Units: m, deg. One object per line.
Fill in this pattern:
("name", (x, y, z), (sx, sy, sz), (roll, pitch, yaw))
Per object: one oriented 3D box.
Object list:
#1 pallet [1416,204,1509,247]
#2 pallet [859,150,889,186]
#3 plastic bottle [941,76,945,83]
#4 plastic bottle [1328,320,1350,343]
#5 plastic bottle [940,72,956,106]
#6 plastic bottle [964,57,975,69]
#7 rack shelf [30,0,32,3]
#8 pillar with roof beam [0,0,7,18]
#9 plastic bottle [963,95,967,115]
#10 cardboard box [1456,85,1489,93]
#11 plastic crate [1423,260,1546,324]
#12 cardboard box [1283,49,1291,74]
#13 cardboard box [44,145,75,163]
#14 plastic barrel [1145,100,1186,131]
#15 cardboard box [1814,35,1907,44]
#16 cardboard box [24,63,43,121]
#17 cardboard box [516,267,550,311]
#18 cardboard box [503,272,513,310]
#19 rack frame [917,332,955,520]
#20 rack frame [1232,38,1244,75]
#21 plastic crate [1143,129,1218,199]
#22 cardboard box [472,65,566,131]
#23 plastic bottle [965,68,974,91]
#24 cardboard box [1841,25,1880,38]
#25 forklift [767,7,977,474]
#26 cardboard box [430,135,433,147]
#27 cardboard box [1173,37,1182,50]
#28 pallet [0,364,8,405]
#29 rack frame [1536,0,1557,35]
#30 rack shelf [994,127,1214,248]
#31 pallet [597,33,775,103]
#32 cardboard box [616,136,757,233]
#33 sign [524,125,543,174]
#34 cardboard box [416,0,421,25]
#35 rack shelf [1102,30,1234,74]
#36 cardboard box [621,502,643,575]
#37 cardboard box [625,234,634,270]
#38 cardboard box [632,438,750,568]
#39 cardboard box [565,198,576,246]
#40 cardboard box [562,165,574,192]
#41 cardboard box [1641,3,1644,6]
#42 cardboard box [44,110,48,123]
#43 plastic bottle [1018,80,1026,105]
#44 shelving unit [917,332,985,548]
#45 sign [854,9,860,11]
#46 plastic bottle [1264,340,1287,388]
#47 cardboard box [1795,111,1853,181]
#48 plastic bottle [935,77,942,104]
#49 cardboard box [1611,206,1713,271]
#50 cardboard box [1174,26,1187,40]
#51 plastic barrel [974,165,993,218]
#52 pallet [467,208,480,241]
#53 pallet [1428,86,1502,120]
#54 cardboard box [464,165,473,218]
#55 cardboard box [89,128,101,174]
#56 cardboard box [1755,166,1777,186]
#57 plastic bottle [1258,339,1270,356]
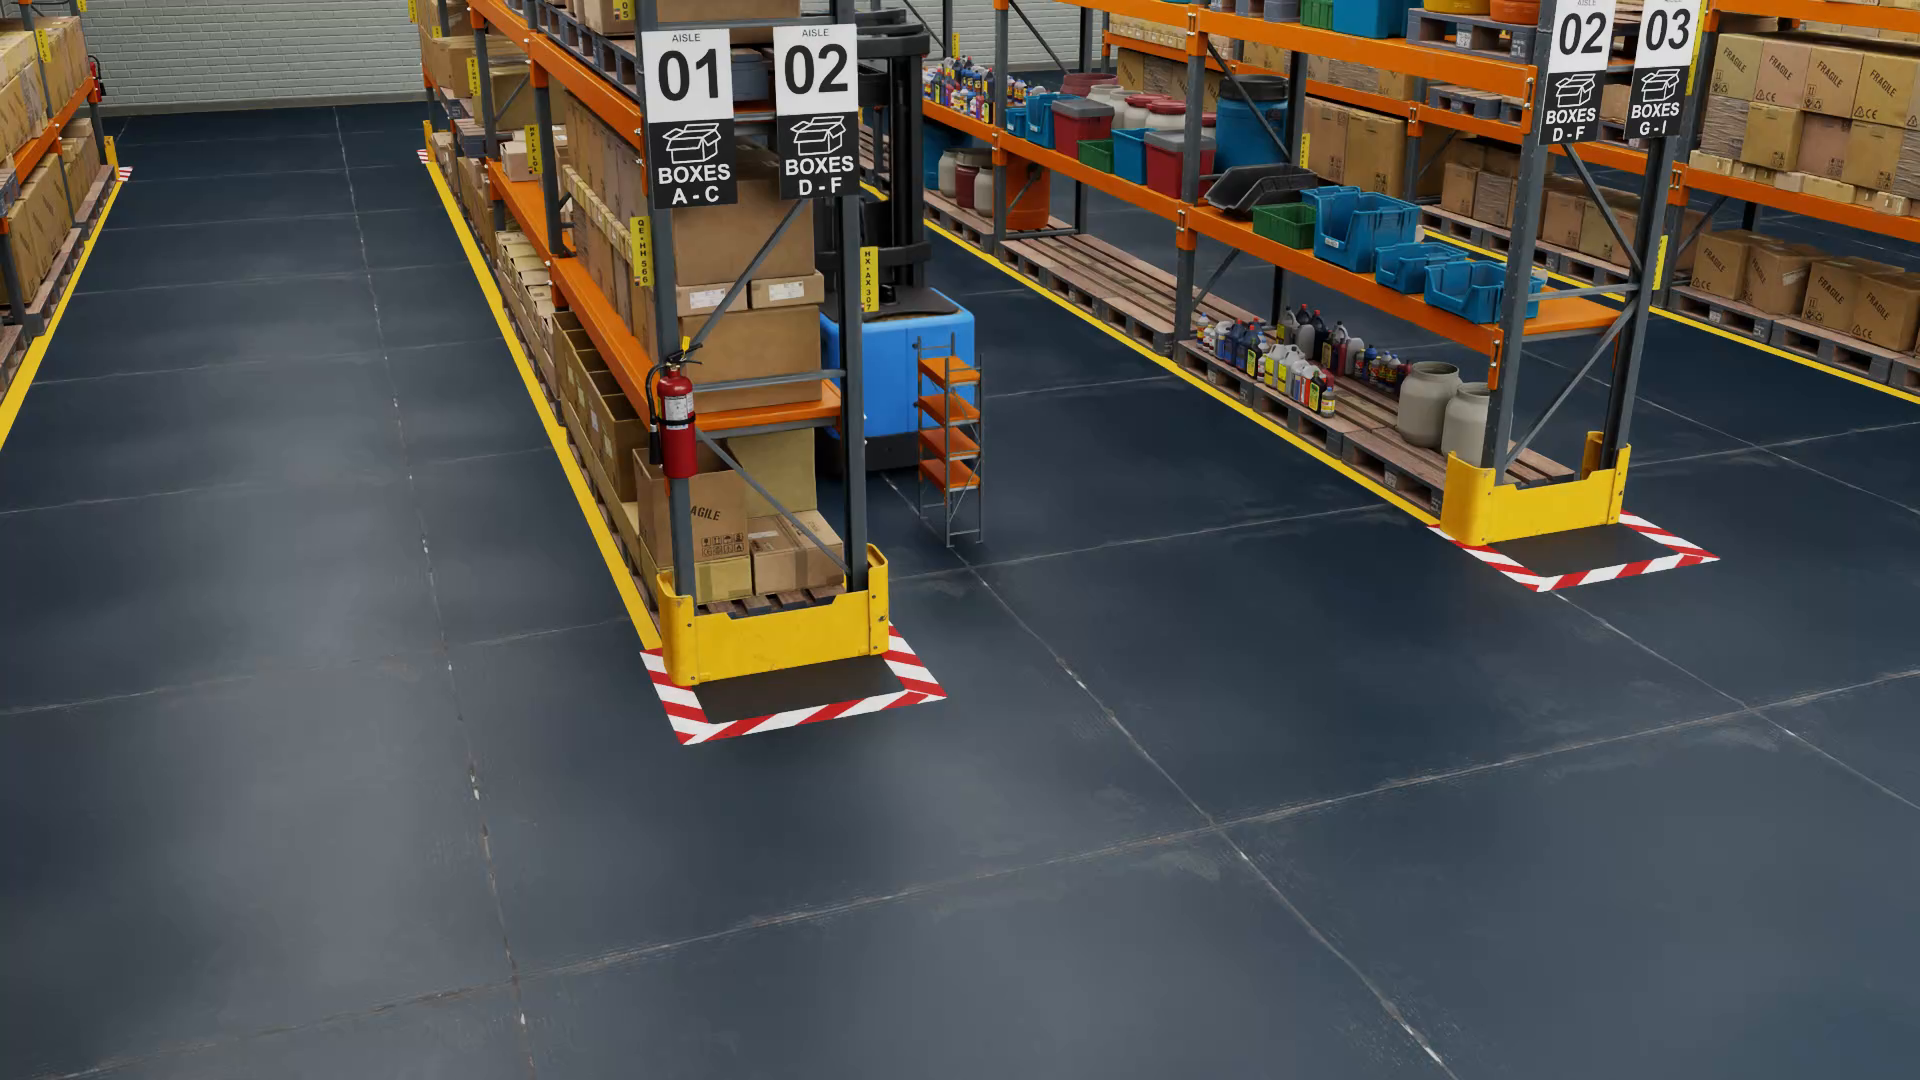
("pallet", (5.743, -3.475, 18.224), (1.003, 0.211, 1.213), (-8, 24, -19))
("pallet", (-0.874, -4.795, 21.355), (1.003, 0.211, 1.213), (-8, 24, -19))
("plastic bottle", (-0.167, -4.939, 18.256), (0.061, 0.283, 0.133), (-8, 24, -19))
("plastic bottle", (2.927, -1.512, 12.820), (0.144, 0.351, 0.185), (-8, 24, -19))
("plastic bottle", (-0.128, -4.910, 18.100), (0.144, 0.351, 0.185), (-8, 24, -19))
("plastic bottle", (0.118, -5.439, 19.357), (0.144, 0.351, 0.185), (-8, 24, -19))
("rack shelf", (-10.553, -6.237, 18.249), (1.077, 0.370, 4.000), (-8, 24, -19))
("pillar with roof beam", (-8.995, -10.130, 22.698), (9.100, 9.000, 0.400), (-8, 24, -19))
("plastic bottle", (0.084, -4.596, 17.549), (0.097, 0.201, 0.097), (0, 23, 0))
("cardboard box", (5.696, -5.093, 17.803), (0.500, 0.500, 0.500), (-12, 25, -25))
("plastic crate", (3.204, -1.530, 10.210), (0.499, 0.251, 0.616), (-8, 24, -19))
("cardboard box", (4.339, -5.978, 20.443), (0.500, 0.500, 0.500), (-9, 24, -20))
("cardboard box", (-9.965, -4.235, 18.278), (0.380, 0.149, 0.250), (-8, 24, -17))
("plastic barrel", (1.856, -3.618, 14.798), (0.433, 0.535, 0.433), (0, 23, 0))
("cardboard box", (7.476, -3.928, 13.908), (0.500, 0.500, 0.500), (-8, 24, -19))
("cardboard box", (-9.258, -4.334, 16.134), (0.500, 0.500, 0.500), (-8, 24, -19))
("cardboard box", (-3.337, -2.079, 13.598), (0.500, 0.311, 0.500), (-9, 24, -20))
("cardboard box", (-3.712, -2.200, 14.607), (0.500, 0.250, 0.500), (-9, 24, -20))
("rack frame", (-0.145, -0.702, 10.370), (0.240, 1.200, 0.015), (-8, 24, -19))
("rack frame", (4.055, -6.498, 21.805), (1.000, 3.000, 0.127), (-8, 24, -19))
("plastic crate", (1.790, -3.075, 13.601), (0.402, 0.464, 0.583), (-8, 24, -19))
("cardboard box", (-4.129, -4.140, 15.540), (0.700, 0.500, 0.500), (-18, 29, -36))
("plastic bottle", (0.108, -5.271, 19.061), (0.097, 0.271, 0.097), (0, 23, 0))
("cardboard box", (10.473, -5.847, 18.845), (0.700, 0.500, 0.500), (-9, 24, -20))
("forklift", (-0.893, -2.331, 12.007), (1.130, 2.935, 3.031), (-9, 24, -20))
("cardboard box", (-6.800, -5.283, 22.027), (0.380, 0.149, 0.250), (-8, 24, -19))
("cardboard box", (3.187, -6.915, 23.118), (0.380, 0.149, 0.250), (-9, 24, -20))
("pallet", (-7.732, -0.994, 12.337), (1.003, 0.211, 1.213), (-8, 24, -19))
("rack frame", (3.661, -4.223, 8.682), (1.000, 3.000, 0.127), (-8, 24, -19))
("rack shelf", (1.541, -3.307, 15.160), (1.077, 0.370, 4.000), (-8, 24, -19))
("pallet", (-1.200, -2.382, 8.291), (1.003, 0.211, 1.213), (-8, 24, -19))
("cardboard box", (-1.516, -1.988, 9.305), (0.700, 0.500, 0.500), (-8, 24, -19))
("sign", (-2.892, -2.652, 11.292), (0.100, 0.325, 0.005), (-8, 24, -19))
("cardboard box", (-6.717, -6.903, 21.350), (0.500, 0.500, 0.500), (-8, 24, -17))
("rack shelf", (3.349, -6.893, 23.669), (1.077, 0.370, 4.000), (-8, 24, -19))
("cardboard box", (-1.628, -0.041, 9.484), (0.500, 0.250, 0.500), (-8, 24, -19))
("cardboard box", (-1.652, -1.612, 9.250), (0.380, 0.149, 0.250), (-8, 24, -17))
("cardboard box", (-1.442, -0.206, 8.911), (0.500, 0.500, 0.500), (-8, 24, -19))
("cardboard box", (-2.602, -2.337, 12.126), (0.500, 0.250, 0.500), (-7, 24, -16))
("cardboard box", (-2.474, -2.454, 11.246), (0.380, 0.149, 0.250), (-8, 24, -19))
("cardboard box", (9.334, -7.088, 22.221), (0.380, 0.149, 0.250), (-8, 24, -19))
("cardboard box", (-9.462, -4.269, 16.813), (0.380, 0.149, 0.250), (-8, 24, -18))
("plastic bottle", (0.677, -4.854, 18.069), (0.097, 0.271, 0.097), (0, 23, 0))
("shelving unit", (-0.058, -0.613, 10.160), (0.258, 1.200, 0.503), (-8, 24, -19))
("sign", (-1.483, -7.428, 23.802), (0.100, 0.325, 0.005), (-8, 24, -19))
("plastic bottle", (2.362, -1.320, 12.365), (0.144, 0.351, 0.185), (-9, 24, -19))
("cardboard box", (7.397, -3.248, 13.582), (0.875, 0.500, 0.500), (-8, 24, -19))
("plastic bottle", (-0.224, -4.931, 18.236), (0.061, 0.283, 0.133), (-8, 24, -19))
("cardboard box", (6.685, -2.868, 15.845), (0.700, 0.500, 0.500), (-10, 25, -23))
("cardboard box", (3.288, -7.063, 22.957), (0.500, 0.250, 0.500), (-8, 24, -18))
("plastic barrel", (0.363, -3.780, 18.020), (0.421, 0.512, 0.421), (0, 23, 0))
("pallet", (-4.891, -3.565, 18.436), (1.003, 0.211, 1.213), (-8, 24, -19))
("pallet", (5.820, -4.712, 17.814), (1.213, 0.211, 1.003), (-8, 24, -19))
("cardboard box", (-5.072, -3.789, 18.031), (0.500, 0.500, 0.500), (-8, 24, -18))
("cardboard box", (-10.919, -4.713, 20.249), (0.700, 0.500, 0.500), (-8, 24, -19))
("cardboard box", (6.963, -3.087, 14.035), (0.380, 0.149, 0.250), (-8, 24, -19))
("plastic bottle", (2.298, -1.390, 12.632), (0.097, 0.271, 0.097), (0, 23, 0))
